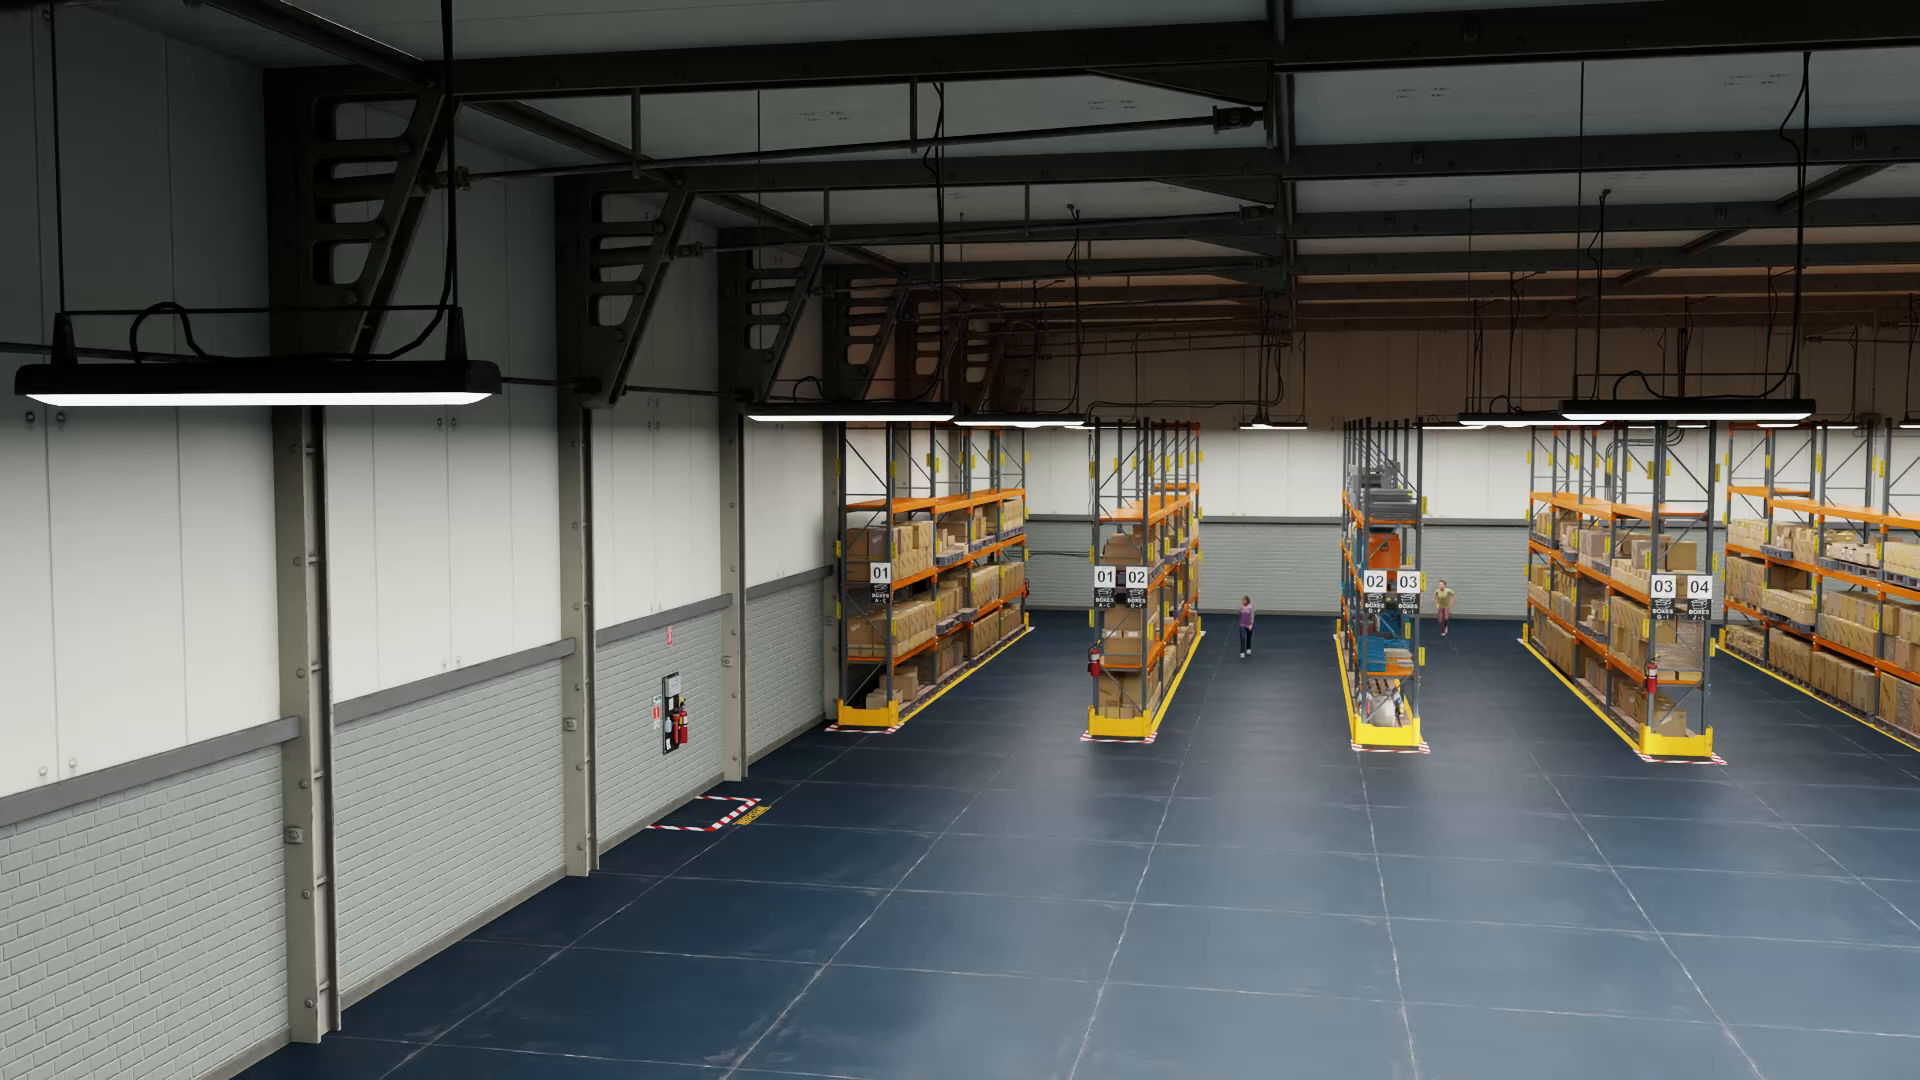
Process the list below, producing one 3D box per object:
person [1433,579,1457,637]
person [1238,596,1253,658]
[{"bbox_3d":[13.585,1.895,46.595,0.640,1.616,0.825,1,4,18],"label":"person"},{"bbox_3d":[7.252,2.186,42.208,0.377,1.551,0.874,1,4,12],"label":"person"}]
